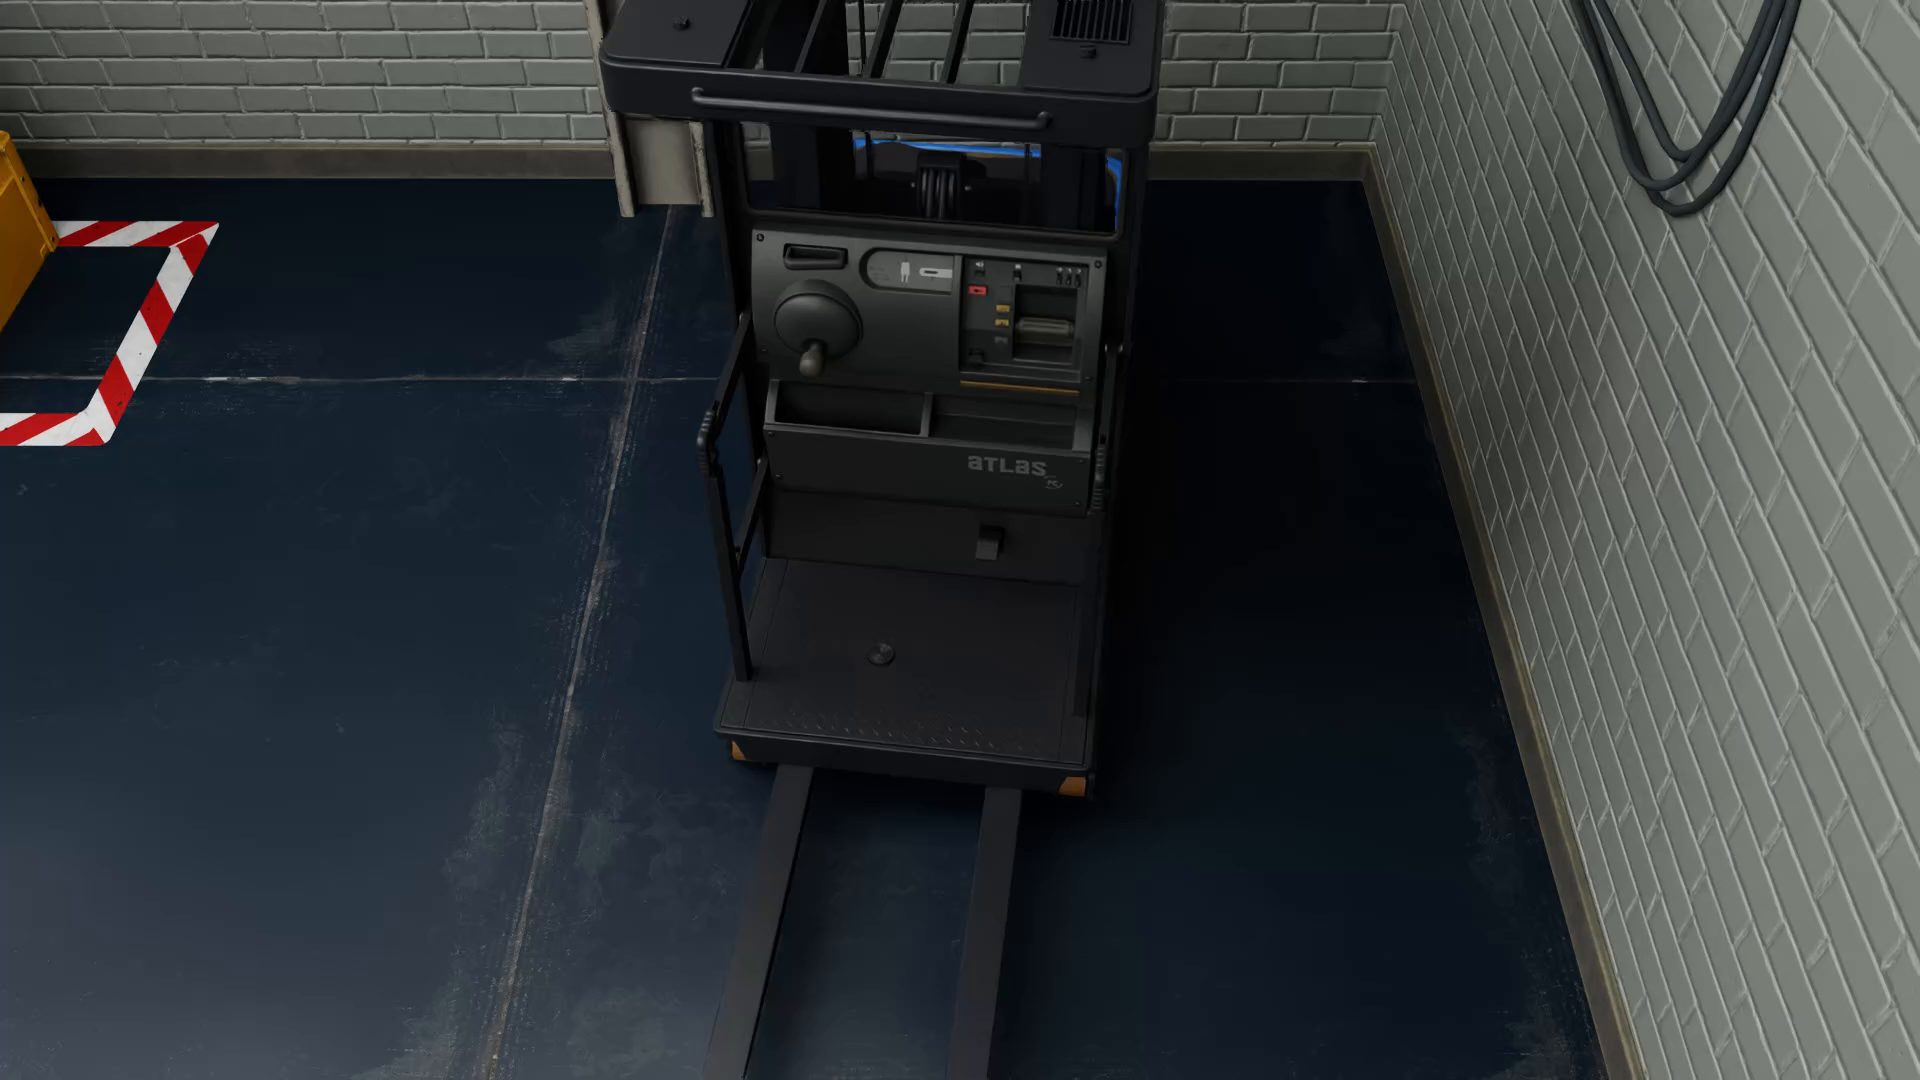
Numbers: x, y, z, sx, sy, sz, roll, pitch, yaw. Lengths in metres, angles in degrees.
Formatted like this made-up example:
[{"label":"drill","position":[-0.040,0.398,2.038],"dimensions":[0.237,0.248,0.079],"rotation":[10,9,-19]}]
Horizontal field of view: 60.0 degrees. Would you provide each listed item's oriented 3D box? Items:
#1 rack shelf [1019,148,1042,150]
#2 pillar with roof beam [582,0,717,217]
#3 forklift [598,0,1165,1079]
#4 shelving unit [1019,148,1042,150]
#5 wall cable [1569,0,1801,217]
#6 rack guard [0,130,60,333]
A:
[{"label":"rack shelf","position":[-0.075,-1.234,6.119],"dimensions":[1.000,0.185,0.538],"rotation":[1,47,1]},{"label":"pillar with roof beam","position":[-1.247,-1.392,0.898],"dimensions":[0.400,9.000,9.100],"rotation":[0,47,0]},{"label":"forklift","position":[-0.112,-0.504,4.217],"dimensions":[1.130,2.935,3.031],"rotation":[5,47,5]},{"label":"shelving unit","position":[-0.075,-1.357,5.987],"dimensions":[1.048,1.500,0.538],"rotation":[1,47,1]},{"label":"wall cable","position":[1.720,-2.582,4.127],"dimensions":[0.112,2.526,3.097],"rotation":[0,47,0]},{"label":"rack guard","position":[-3.911,-1.022,6.359],"dimensions":[0.348,0.500,1.175],"rotation":[0,47,0]}]
